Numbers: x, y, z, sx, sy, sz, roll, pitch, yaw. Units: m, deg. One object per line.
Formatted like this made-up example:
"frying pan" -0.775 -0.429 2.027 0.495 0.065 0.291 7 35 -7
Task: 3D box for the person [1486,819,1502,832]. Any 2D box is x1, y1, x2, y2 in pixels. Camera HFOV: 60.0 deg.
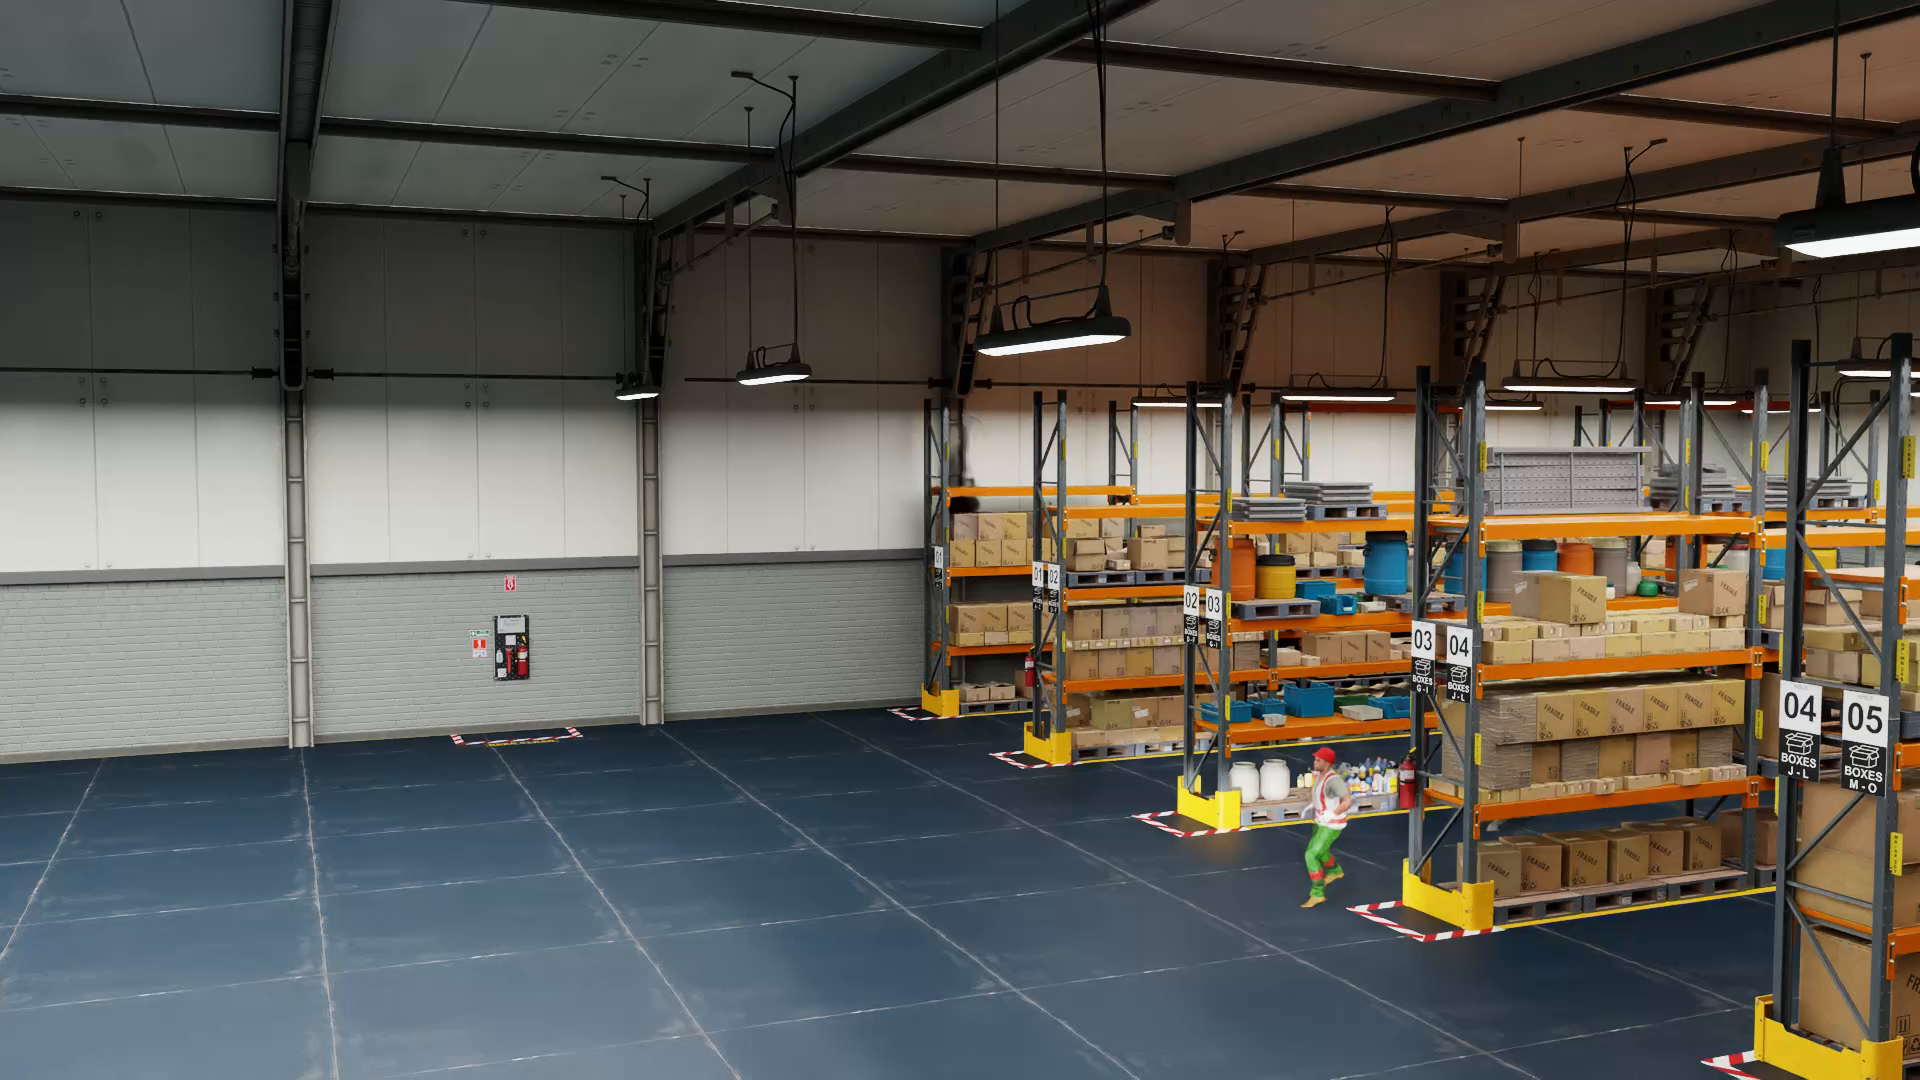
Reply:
"person" 7.343 3.027 22.360 0.744 1.715 1.058 3 4 38

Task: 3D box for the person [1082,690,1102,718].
"person" 2.413 2.608 30.129 0.700 1.618 0.563 -2 4 -35

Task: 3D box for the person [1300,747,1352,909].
"person" 4.112 3.184 18.704 0.760 1.748 0.895 -1 3 -12
